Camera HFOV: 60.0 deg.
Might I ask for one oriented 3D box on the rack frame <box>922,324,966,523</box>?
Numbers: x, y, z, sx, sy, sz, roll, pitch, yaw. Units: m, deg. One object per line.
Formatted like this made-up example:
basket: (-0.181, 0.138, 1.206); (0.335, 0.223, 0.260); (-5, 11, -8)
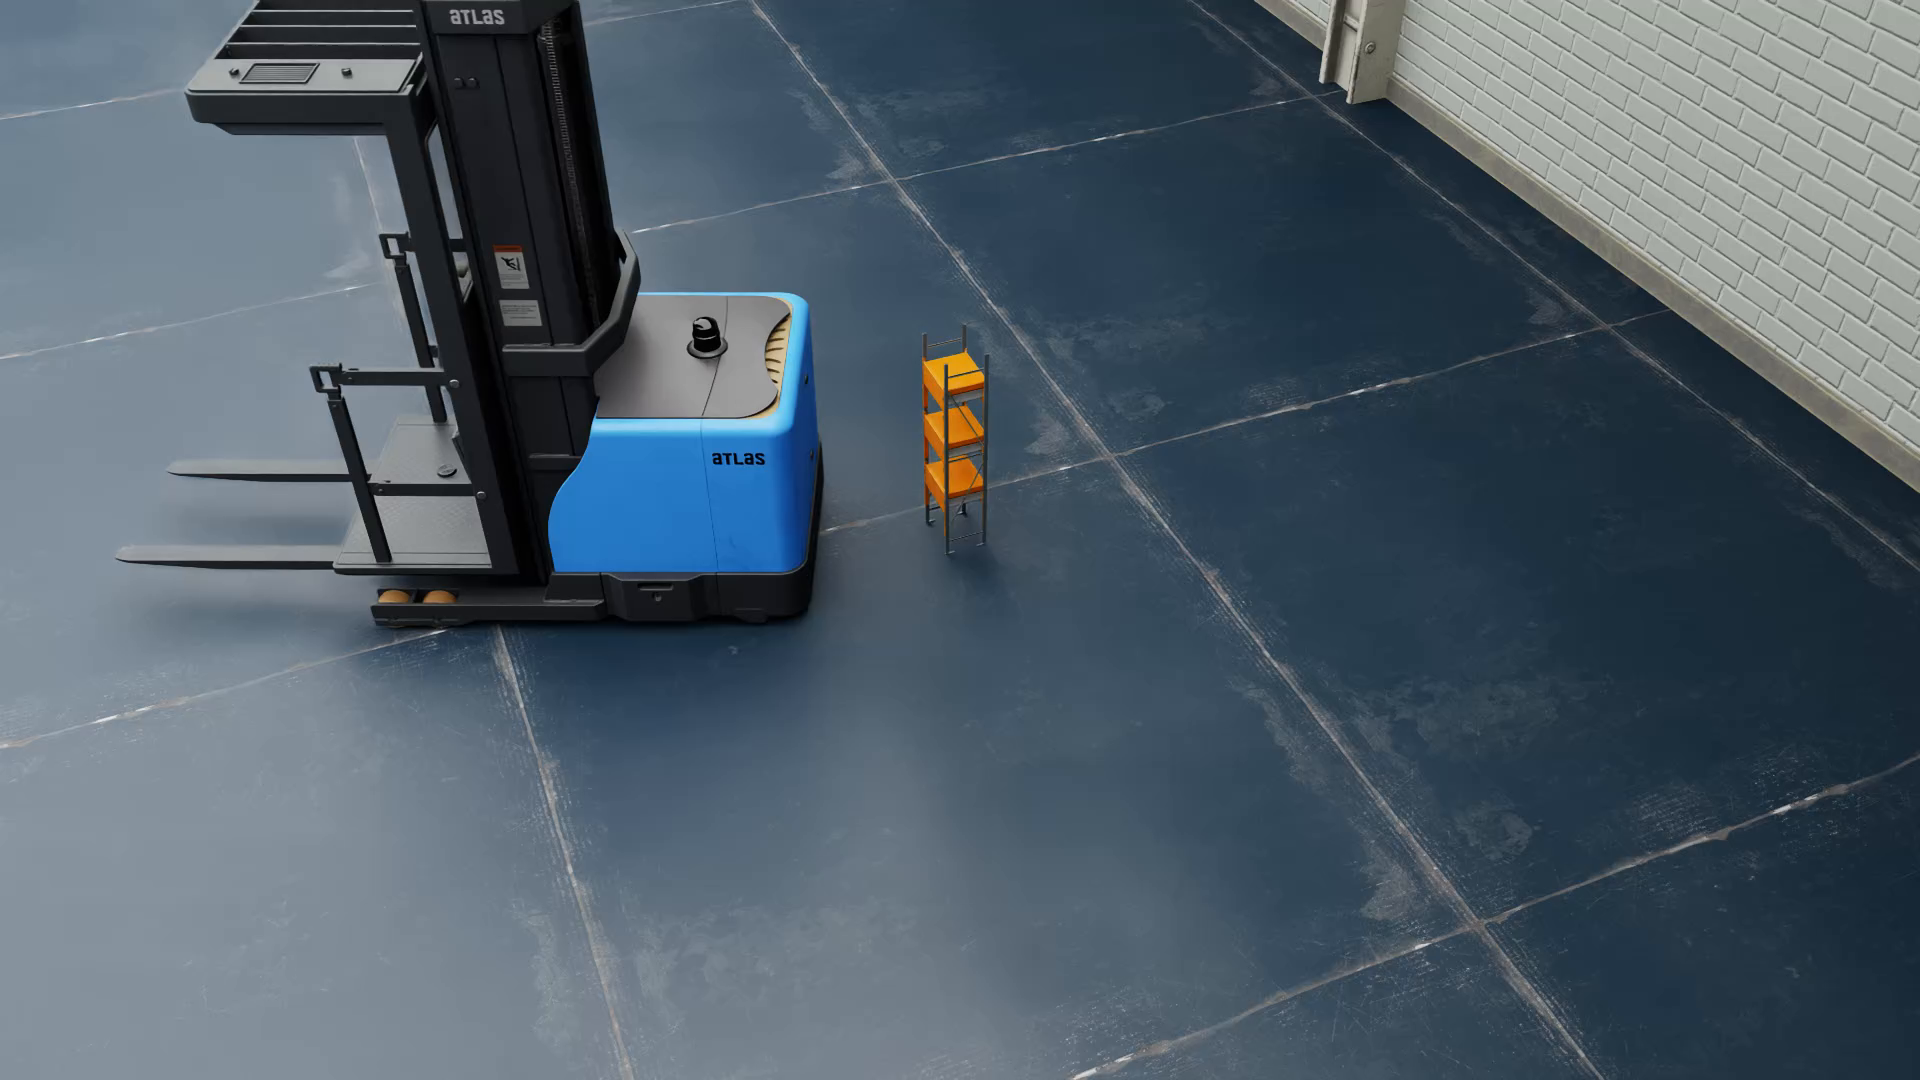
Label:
rack frame: (-0.067, -0.504, 7.449); (0.200, 1.050, 0.008); (-15, 43, -17)

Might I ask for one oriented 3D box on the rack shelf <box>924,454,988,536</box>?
rack shelf: (-0.020, -0.212, 7.552); (0.215, 0.259, 0.240); (-15, 43, -17)

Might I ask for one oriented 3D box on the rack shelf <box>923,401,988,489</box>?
rack shelf: (-0.020, -0.422, 7.371); (0.215, 0.259, 0.240); (-15, 43, -17)

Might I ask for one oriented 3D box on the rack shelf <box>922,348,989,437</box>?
rack shelf: (-0.020, -0.637, 7.186); (0.215, 0.259, 0.240); (-15, 43, -17)

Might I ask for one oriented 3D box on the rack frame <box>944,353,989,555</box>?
rack frame: (0.026, -0.357, 7.278); (0.200, 1.050, 0.008); (-15, 43, -17)

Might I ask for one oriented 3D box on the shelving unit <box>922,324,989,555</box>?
shelving unit: (-0.020, -0.430, 7.364); (0.215, 1.050, 0.252); (-15, 43, -17)

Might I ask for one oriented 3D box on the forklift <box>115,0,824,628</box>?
forklift: (-2.163, -1.076, 6.671); (3.031, 2.935, 1.130); (0, 41, 0)

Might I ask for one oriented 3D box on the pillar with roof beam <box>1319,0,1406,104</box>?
pillar with roof beam: (-1.323, -5.384, 7.028); (9.100, 9.000, 0.400); (-15, 43, -17)
